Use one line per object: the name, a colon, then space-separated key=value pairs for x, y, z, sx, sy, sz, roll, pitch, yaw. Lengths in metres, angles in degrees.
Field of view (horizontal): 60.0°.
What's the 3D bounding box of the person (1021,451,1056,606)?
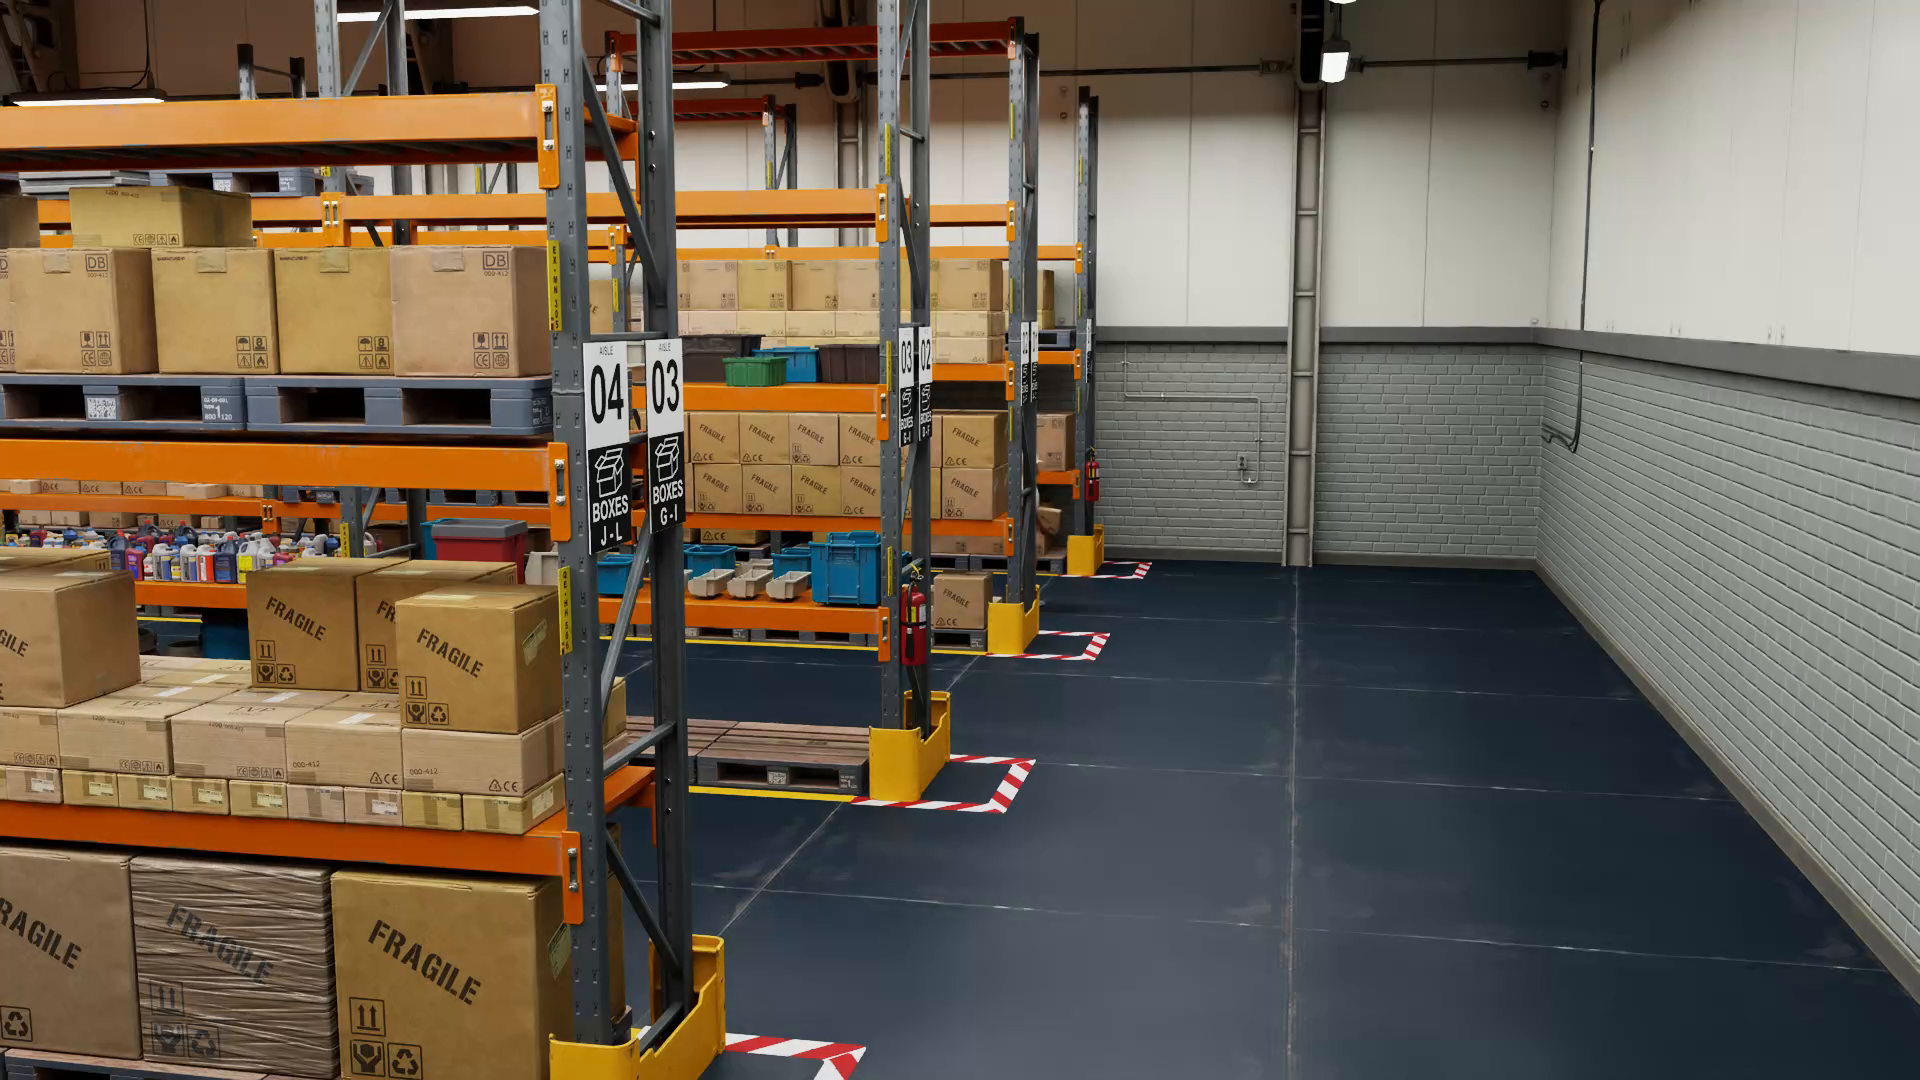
person: x=0.806 y=-0.115 z=18.564 sx=0.573 sy=1.762 sz=0.505 roll=1 pitch=8 yaw=10
